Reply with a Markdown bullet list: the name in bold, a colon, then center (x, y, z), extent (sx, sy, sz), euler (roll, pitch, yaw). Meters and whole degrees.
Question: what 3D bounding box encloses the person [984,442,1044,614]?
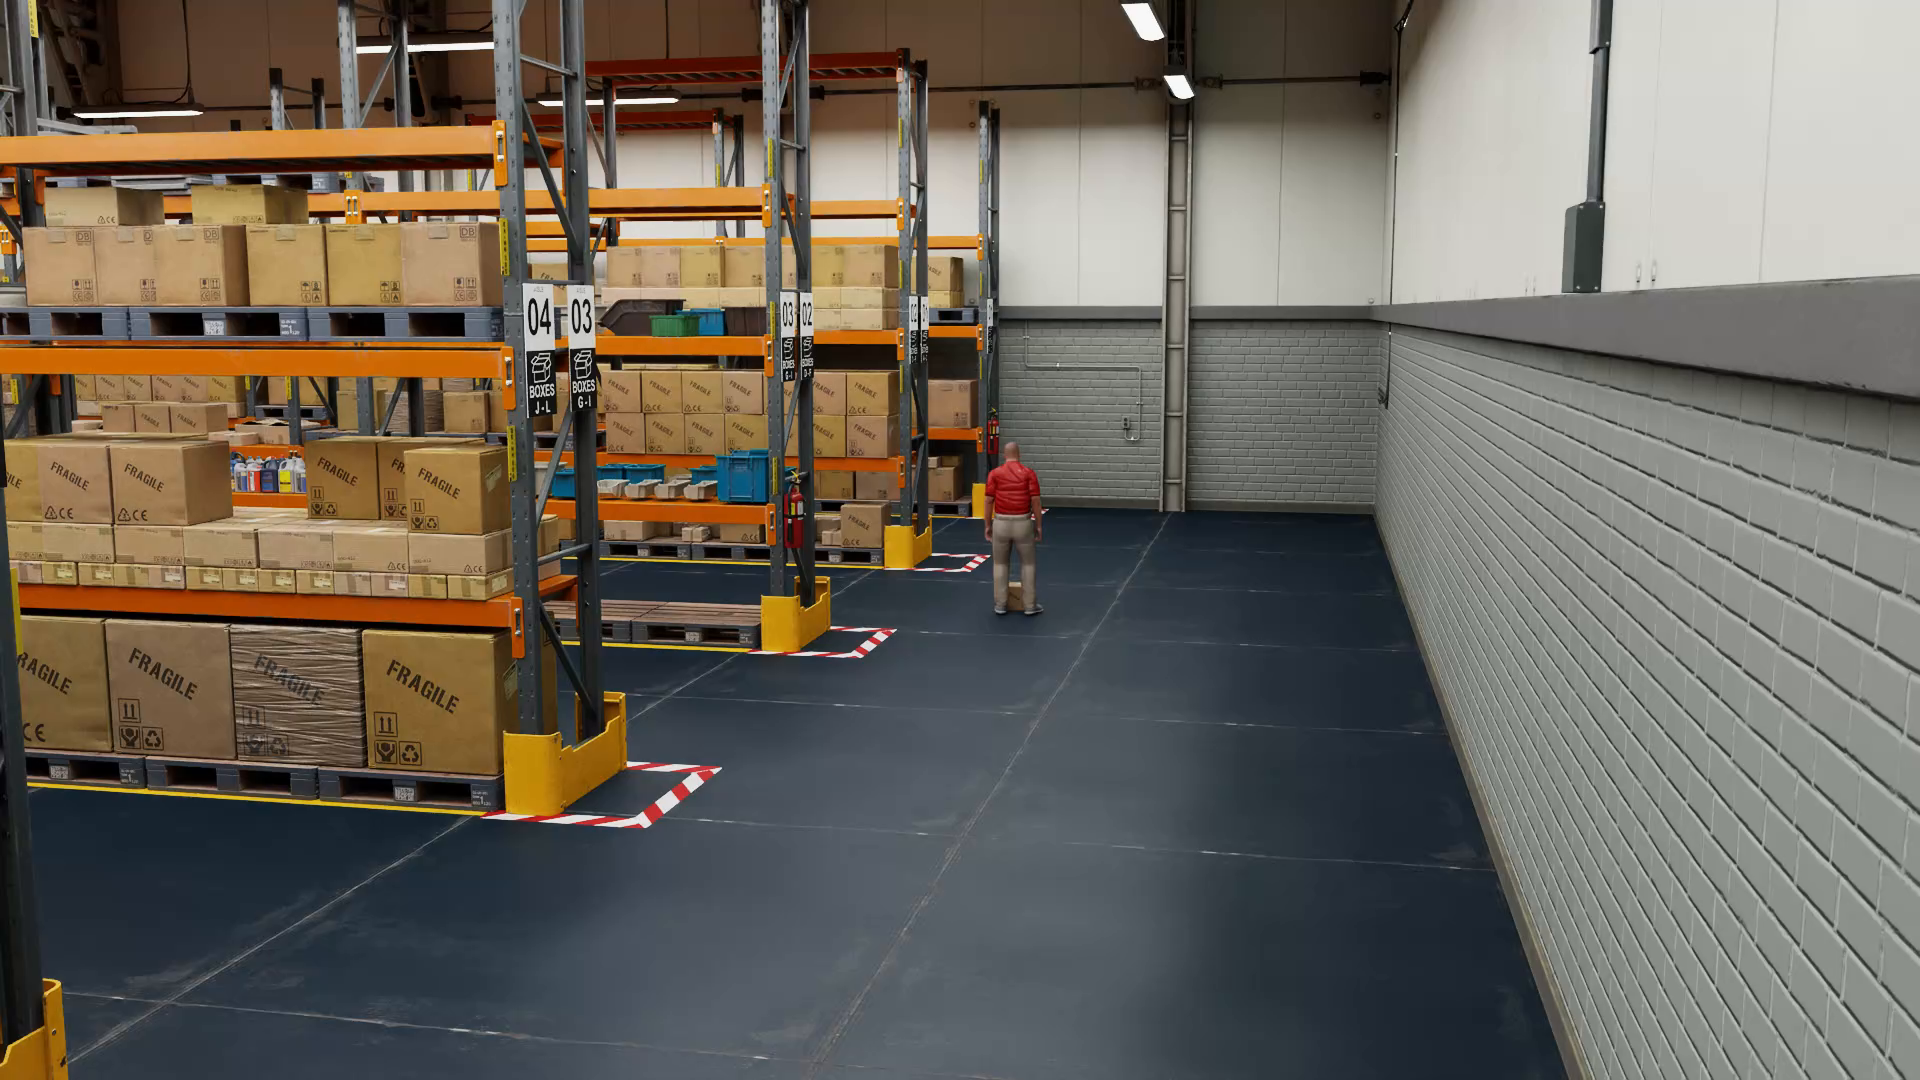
- **person**: center (0.538, -0.117, 16.712), extent (0.595, 1.725, 0.393), euler (1, 8, 8)
